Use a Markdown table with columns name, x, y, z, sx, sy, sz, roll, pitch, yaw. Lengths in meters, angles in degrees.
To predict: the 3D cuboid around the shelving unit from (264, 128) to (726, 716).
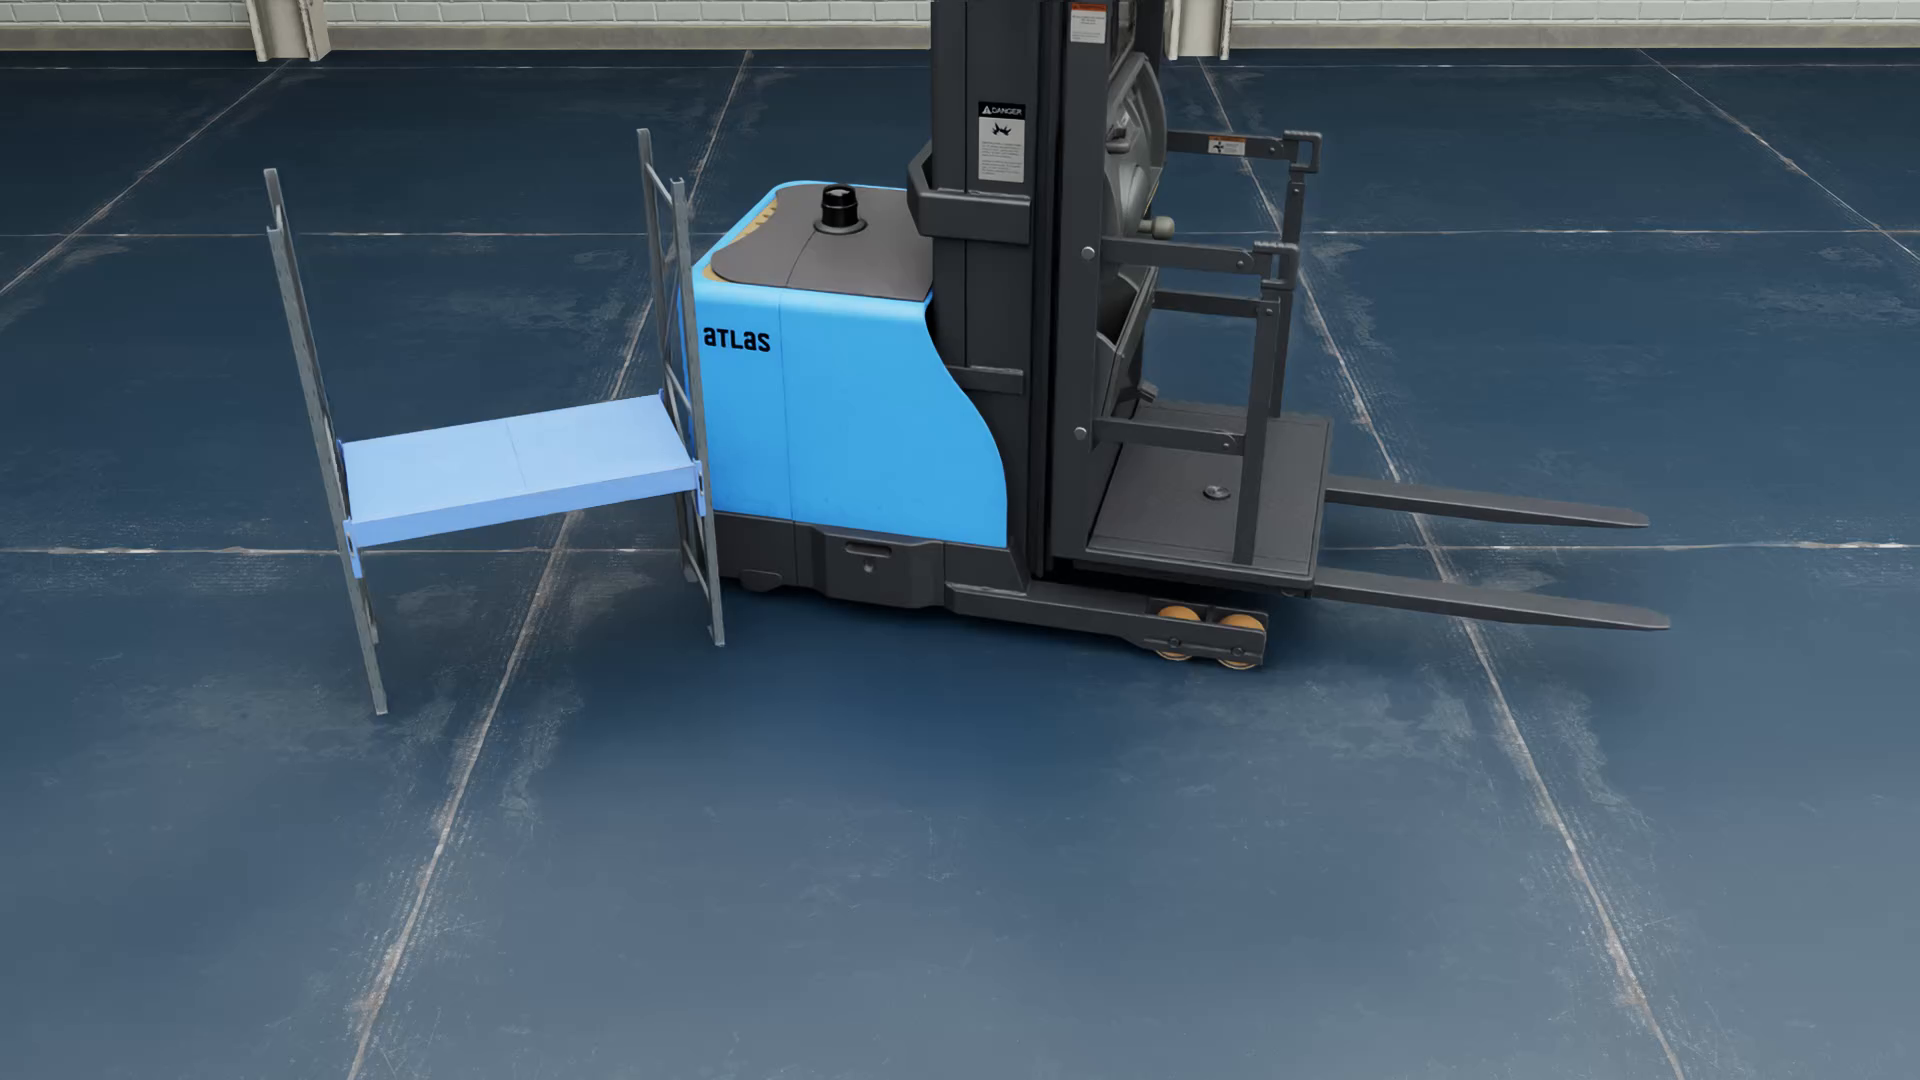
| name | x | y | z | sx | sy | sz | roll | pitch | yaw |
| --- | --- | --- | --- | --- | --- | --- | --- | --- | --- |
| shelving unit | -1.313 | -0.339 | 4.863 | 1.048 | 1.500 | 0.538 | -11 | 33 | -17 |

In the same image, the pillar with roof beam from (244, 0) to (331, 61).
| name | x | y | z | sx | sy | sz | roll | pitch | yaw |
| --- | --- | --- | --- | --- | --- | --- | --- | --- | --- |
| pillar with roof beam | -4.400 | -4.845 | 5.060 | 0.400 | 9.000 | 9.100 | 0 | 31 | 0 |

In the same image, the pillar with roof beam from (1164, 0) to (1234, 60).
| name | x | y | z | sx | sy | sz | roll | pitch | yaw |
| --- | --- | --- | --- | --- | --- | --- | --- | --- | --- |
| pillar with roof beam | 1.600 | -4.864 | 5.091 | 0.400 | 9.000 | 9.100 | 0 | 31 | 0 |

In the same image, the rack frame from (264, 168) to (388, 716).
| name | x | y | z | sx | sy | sz | roll | pitch | yaw |
| --- | --- | --- | --- | --- | --- | --- | --- | --- | --- |
| rack frame | -1.789 | -0.247 | 4.710 | 0.032 | 1.500 | 0.500 | -11 | 33 | -17 |

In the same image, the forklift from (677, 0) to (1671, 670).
| name | x | y | z | sx | sy | sz | roll | pitch | yaw |
| --- | --- | --- | --- | --- | --- | --- | --- | --- | --- |
| forklift | 0.704 | -1.162 | 4.839 | 3.031 | 2.935 | 1.130 | 7 | 32 | 12 |

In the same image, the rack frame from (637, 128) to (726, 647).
| name | x | y | z | sx | sy | sz | roll | pitch | yaw |
| --- | --- | --- | --- | --- | --- | --- | --- | --- | --- |
| rack frame | -0.837 | -0.431 | 5.015 | 0.032 | 1.500 | 0.500 | -11 | 33 | -17 |

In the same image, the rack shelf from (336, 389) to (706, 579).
| name | x | y | z | sx | sy | sz | roll | pitch | yaw |
| --- | --- | --- | --- | --- | --- | --- | --- | --- | --- |
| rack shelf | -1.313 | -0.185 | 4.956 | 1.000 | 0.185 | 0.538 | -11 | 33 | -17 |
